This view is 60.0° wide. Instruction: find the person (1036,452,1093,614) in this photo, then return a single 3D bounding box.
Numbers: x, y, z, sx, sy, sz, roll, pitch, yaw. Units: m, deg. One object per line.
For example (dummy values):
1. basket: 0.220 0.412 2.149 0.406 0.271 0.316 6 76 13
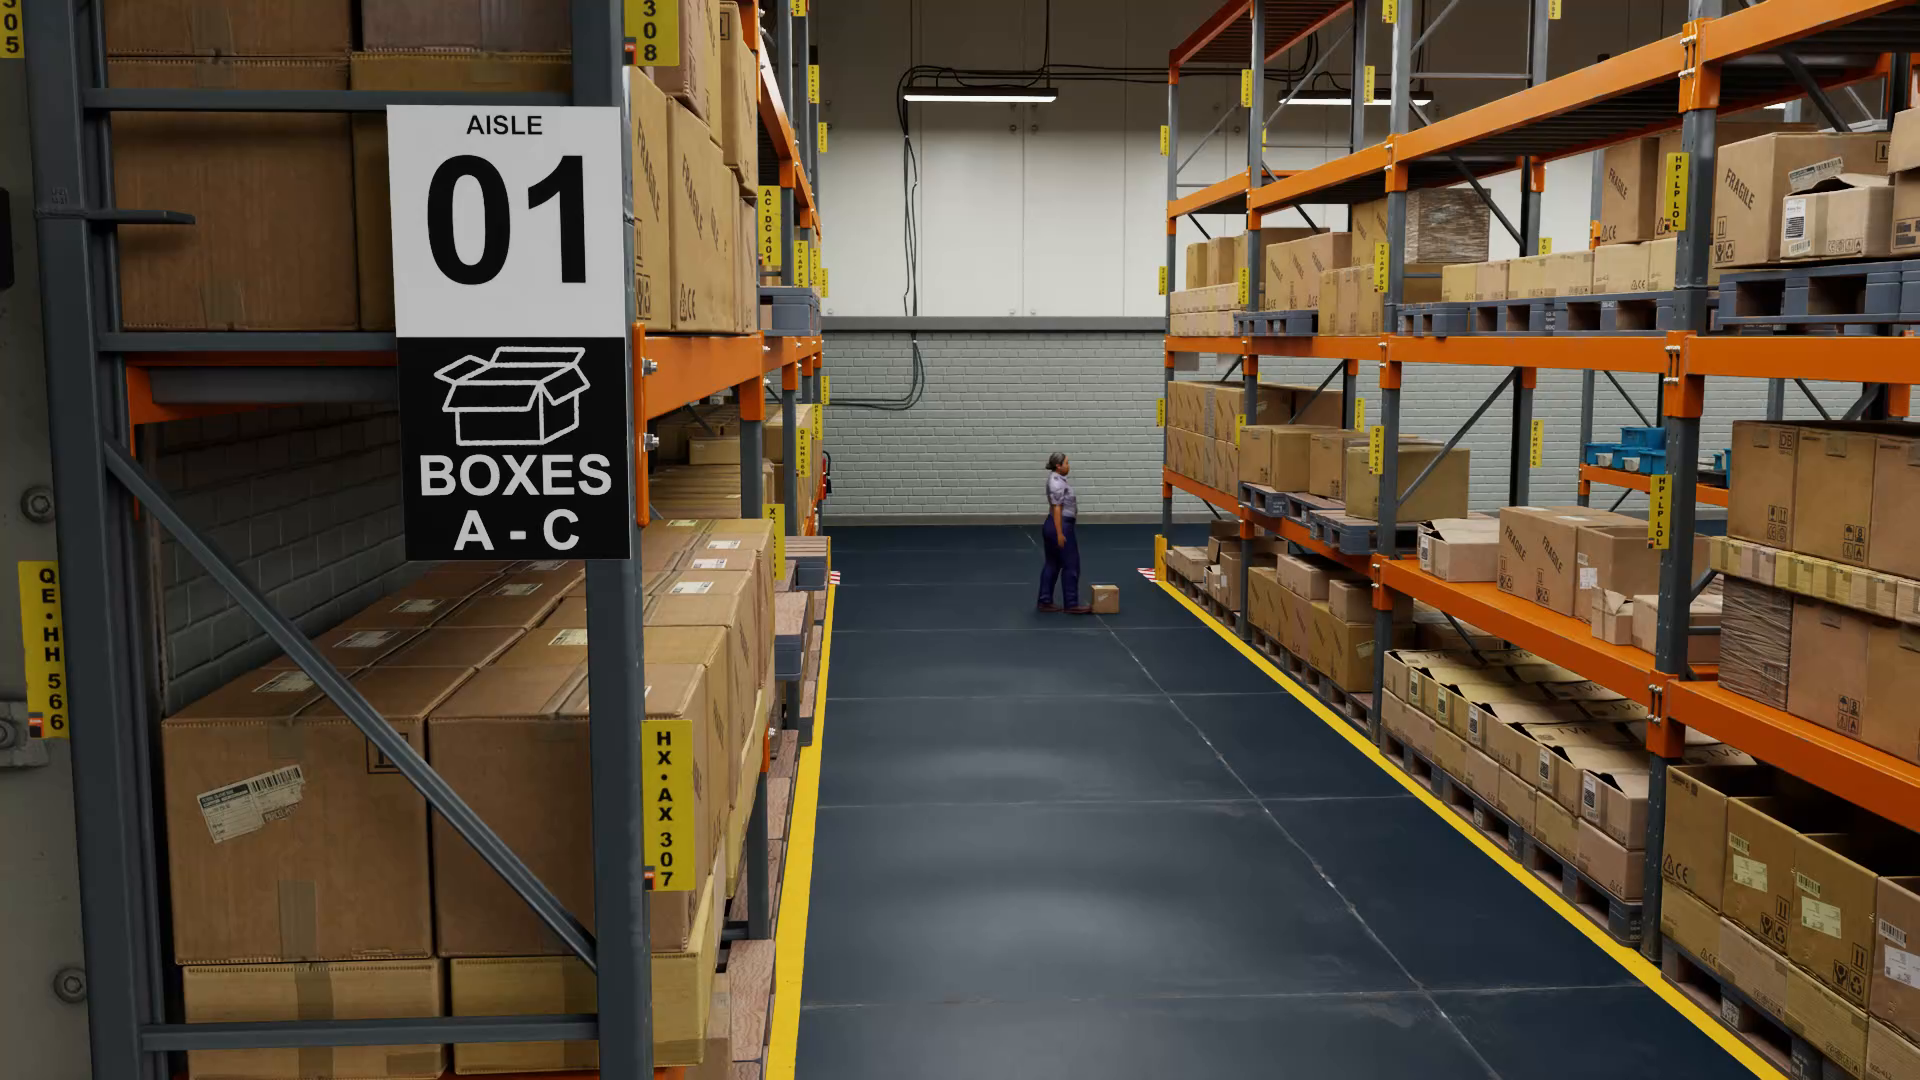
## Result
1. person: 1.070 -0.075 16.963 0.561 1.643 0.477 0 7 -3
